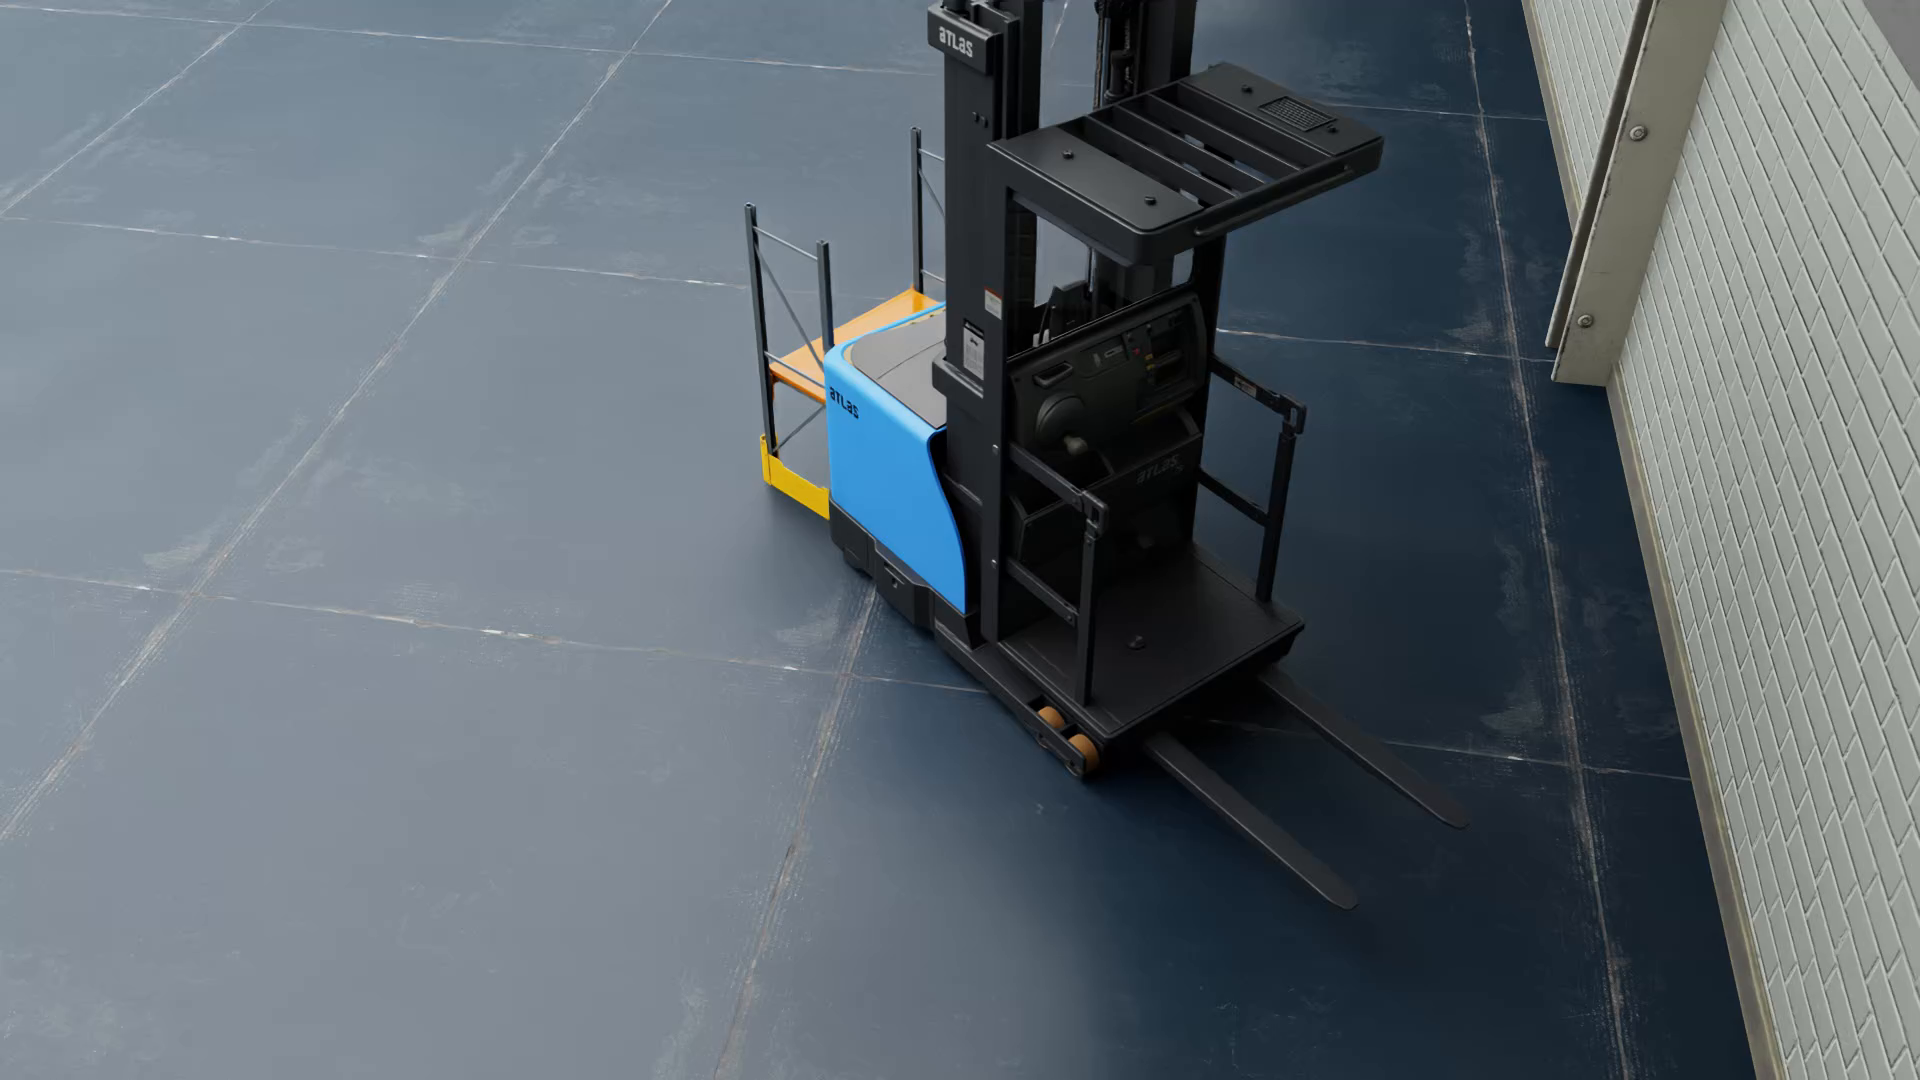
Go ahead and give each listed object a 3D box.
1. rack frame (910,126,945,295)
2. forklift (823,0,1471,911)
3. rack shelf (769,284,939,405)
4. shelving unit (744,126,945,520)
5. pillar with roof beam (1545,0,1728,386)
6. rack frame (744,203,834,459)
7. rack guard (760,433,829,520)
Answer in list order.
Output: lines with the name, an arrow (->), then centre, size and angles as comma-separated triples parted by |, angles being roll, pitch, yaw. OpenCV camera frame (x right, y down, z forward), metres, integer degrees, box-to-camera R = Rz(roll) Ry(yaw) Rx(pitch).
rack frame -> -0.040, -1.229, 8.059 | 0.500, 1.500, 0.032 | 31, 49, 32
forklift -> 0.701, -0.551, 6.116 | 1.130, 2.935, 3.031 | -26, 46, -28
rack shelf -> -0.388, -0.854, 7.889 | 0.538, 0.185, 1.000 | 31, 49, 32
shelving unit -> -0.382, -0.997, 7.779 | 0.587, 1.500, 1.083 | 31, 49, 32
pillar with roof beam -> -0.933, -4.886, 6.598 | 9.100, 9.000, 0.400 | 6, 40, 8
rack frame -> -0.736, -0.757, 7.489 | 0.500, 1.500, 0.032 | 31, 49, 32
rack guard -> -0.723, -0.284, 7.898 | 0.587, 0.250, 0.087 | 31, 49, 32
